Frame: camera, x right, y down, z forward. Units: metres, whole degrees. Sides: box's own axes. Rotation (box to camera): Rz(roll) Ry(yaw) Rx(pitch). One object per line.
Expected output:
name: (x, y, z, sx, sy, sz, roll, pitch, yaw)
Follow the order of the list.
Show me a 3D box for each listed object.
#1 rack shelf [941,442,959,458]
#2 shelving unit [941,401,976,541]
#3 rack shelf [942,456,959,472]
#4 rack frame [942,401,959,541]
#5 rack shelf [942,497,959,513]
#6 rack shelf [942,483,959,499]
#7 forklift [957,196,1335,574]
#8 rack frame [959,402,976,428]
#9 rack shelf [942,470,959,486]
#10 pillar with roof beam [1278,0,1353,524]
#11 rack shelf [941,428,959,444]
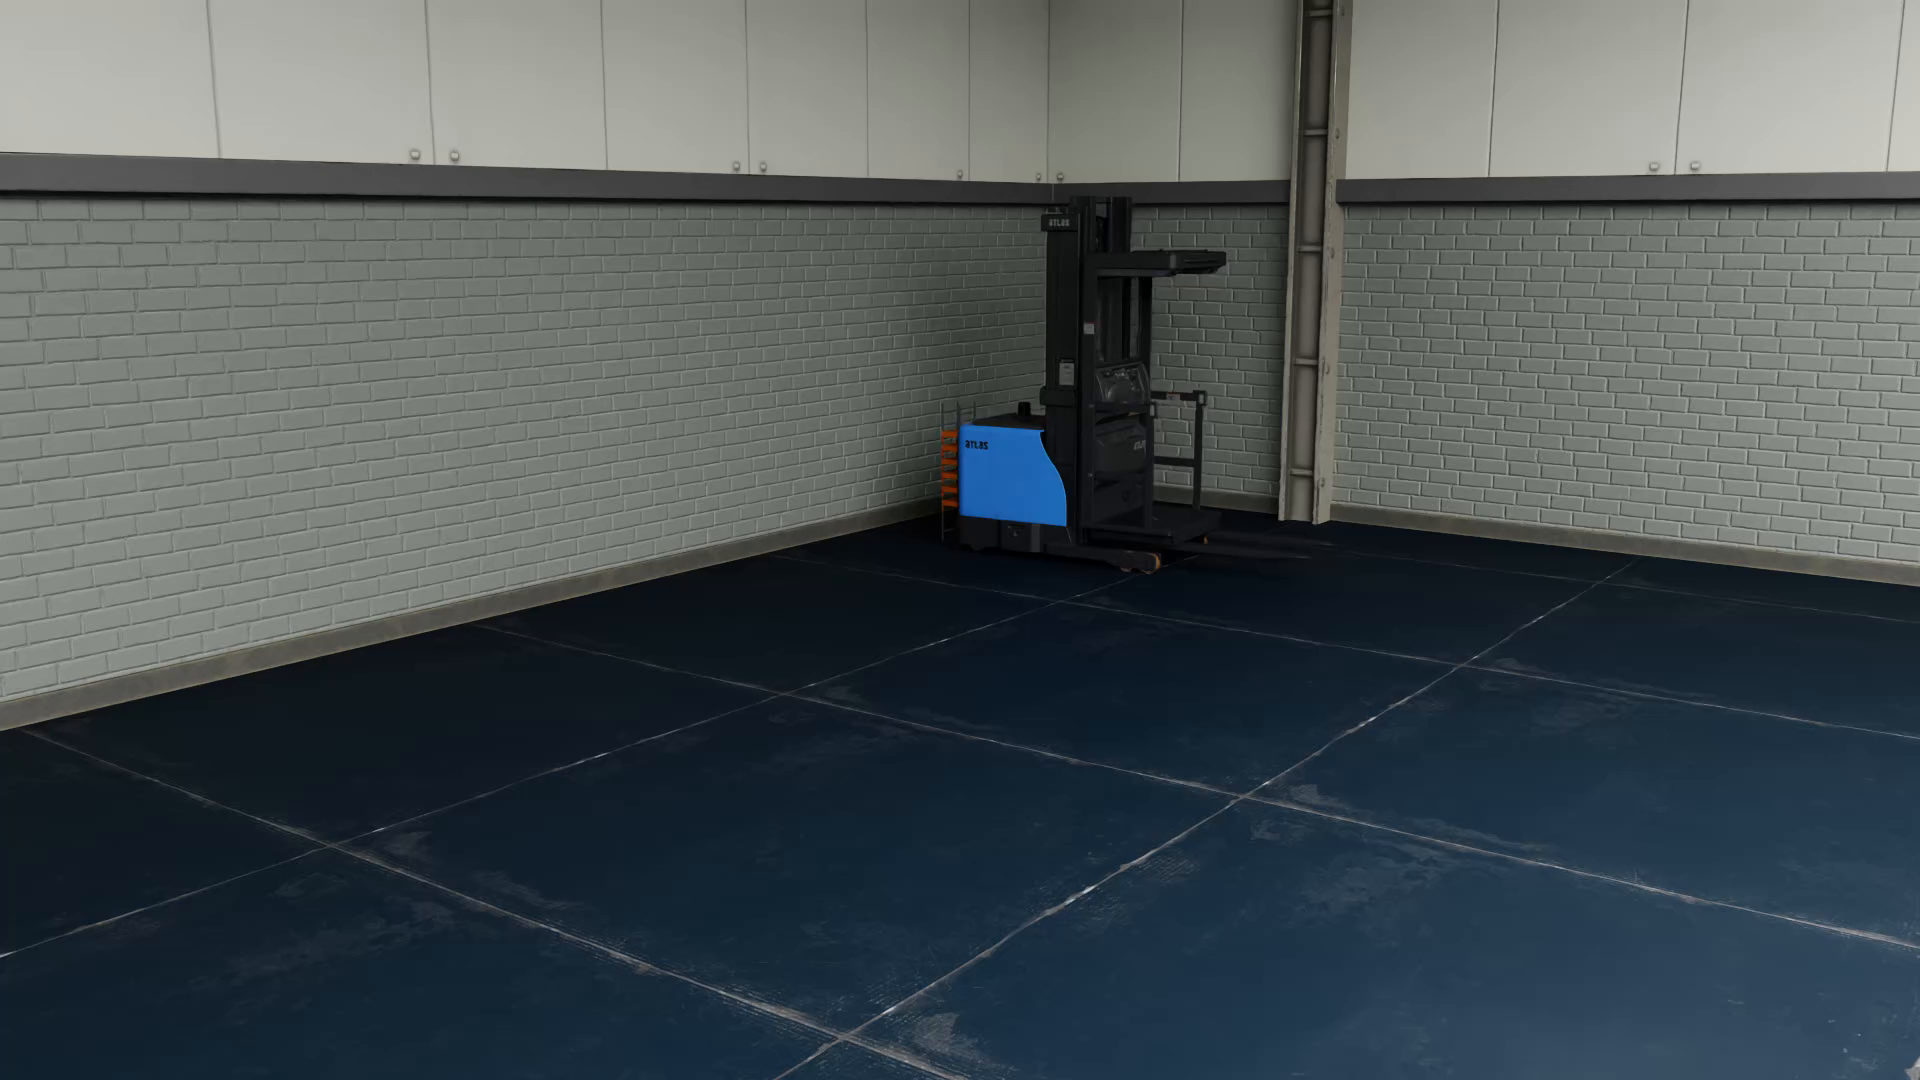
rack shelf: (-0.012, -0.783, 14.387, 0.180, 0.103, 0.258, 8, 13, 36)
shelving unit: (-0.012, -0.591, 14.424, 0.189, 1.200, 0.258, 8, 13, 36)
rack shelf: (-0.012, -0.665, 14.410, 0.180, 0.103, 0.258, 8, 13, 36)
rack frame: (-0.085, -0.601, 14.477, 0.006, 1.200, 0.240, 8, 13, 36)
rack shelf: (-0.012, -0.311, 14.478, 0.180, 0.103, 0.258, 8, 13, 36)
rack shelf: (-0.012, -0.429, 14.455, 0.180, 0.103, 0.258, 8, 13, 36)
forklift: (1.506, -1.284, 13.452, 3.031, 2.935, 1.130, 6, 13, 30)
rack frame: (0.062, -0.580, 14.371, 0.006, 1.200, 0.240, 8, 13, 36)
rack shelf: (-0.012, -0.547, 14.433, 0.180, 0.103, 0.258, 8, 13, 36)
pillar with roof beam: (0.663, -3.948, 11.243, 0.400, 9.000, 9.100, 8, 13, 36)
rack shelf: (-0.012, -0.901, 14.364, 0.180, 0.103, 0.258, 8, 13, 36)
